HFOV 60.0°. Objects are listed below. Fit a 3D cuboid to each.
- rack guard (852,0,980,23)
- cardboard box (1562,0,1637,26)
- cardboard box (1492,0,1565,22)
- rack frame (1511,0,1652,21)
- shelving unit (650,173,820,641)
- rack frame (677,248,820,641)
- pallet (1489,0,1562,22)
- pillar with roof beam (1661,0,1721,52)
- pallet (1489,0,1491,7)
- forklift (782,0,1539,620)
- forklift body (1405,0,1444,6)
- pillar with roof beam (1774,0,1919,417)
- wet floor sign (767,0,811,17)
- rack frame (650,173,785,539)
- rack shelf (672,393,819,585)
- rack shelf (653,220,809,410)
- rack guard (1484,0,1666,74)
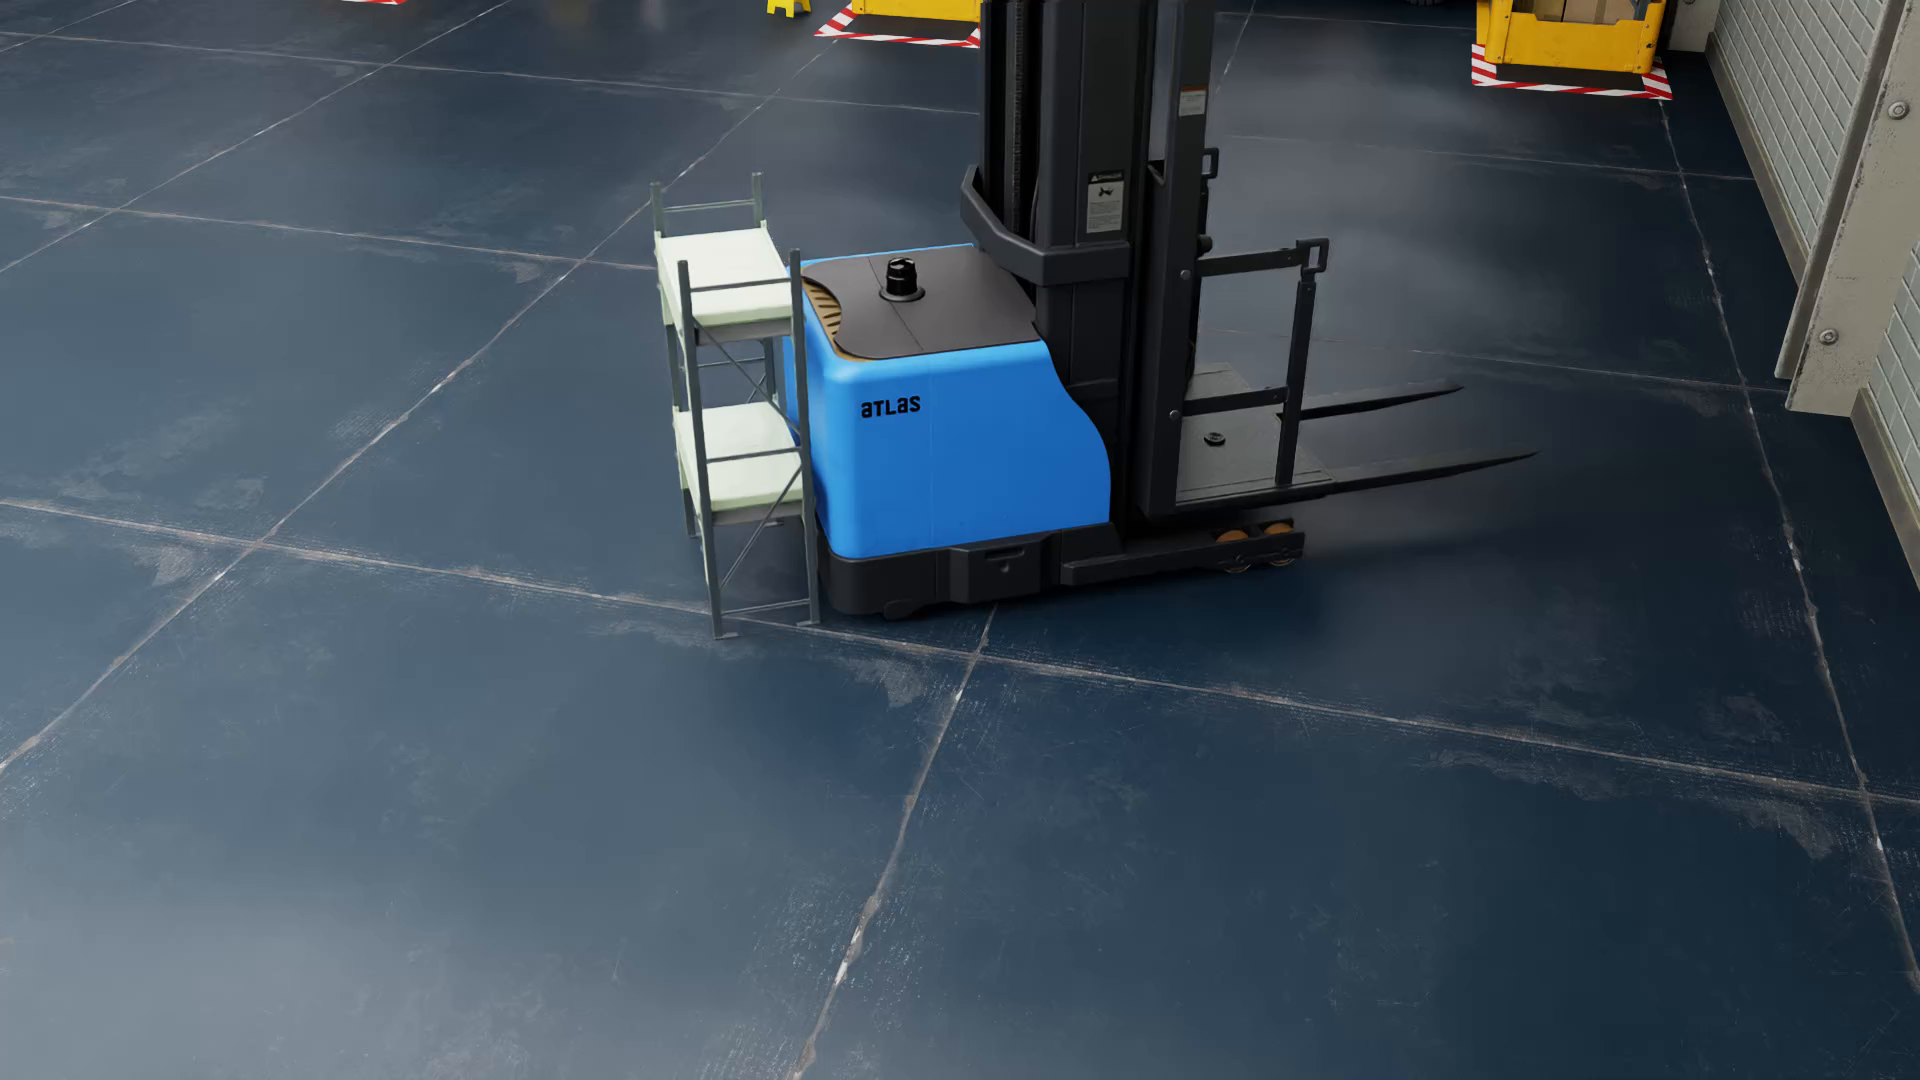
[{"bbox_3d":[-0.283,-4.484,13.337,1.175,0.500,0.348,8,33,12],"label":"rack guard"},{"bbox_3d":[4.814,-4.071,12.529,0.500,0.250,0.500,8,33,13],"label":"cardboard box"},{"bbox_3d":[4.314,-4.129,12.621,0.500,0.250,0.500,8,33,13],"label":"cardboard box"},{"bbox_3d":[4.500,-4.826,11.545,1.000,3.000,0.127,8,33,12],"label":"rack frame"},{"bbox_3d":[-0.819,-0.483,6.112,0.431,1.500,0.755,-8,33,-13],"label":"shelving unit"},{"bbox_3d":[-0.721,-0.294,5.814,0.400,1.500,0.023,-8,33,-13],"label":"rack frame"},{"bbox_3d":[4.654,-4.051,12.926,1.003,0.211,1.213,8,33,12],"label":"pallet"},{"bbox_3d":[1.385,-8.182,11.233,9.100,9.000,0.400,8,33,12],"label":"pillar with roof beam"},{"bbox_3d":[4.966,-4.683,13.919,1.003,0.211,1.213,8,33,12],"label":"pallet"},{"bbox_3d":[0.862,-1.371,6.175,3.031,2.935,1.130,-8,33,-13],"label":"forklift"},{"bbox_3d":[3.217,-5.700,13.711,2.313,2.155,1.214,8,33,12],"label":"forklift body"},{"bbox_3d":[-0.138,-5.068,6.335,9.100,9.000,0.400,8,33,12],"label":"pillar with roof beam"},{"bbox_3d":[-1.385,-4.553,13.310,0.267,0.644,0.232,20,38,29],"label":"wet floor sign"},{"bbox_3d":[-0.917,-0.672,6.409,0.400,1.500,0.023,-8,33,-13],"label":"rack frame"},{"bbox_3d":[-0.819,-0.208,6.287,0.431,0.370,0.720,-8,33,-13],"label":"rack shelf"},{"bbox_3d":[-0.819,-0.812,5.902,0.431,0.370,0.720,-8,33,-13],"label":"rack shelf"},{"bbox_3d":[4.494,-3.758,12.196,1.175,0.500,0.348,8,33,12],"label":"rack guard"}]
